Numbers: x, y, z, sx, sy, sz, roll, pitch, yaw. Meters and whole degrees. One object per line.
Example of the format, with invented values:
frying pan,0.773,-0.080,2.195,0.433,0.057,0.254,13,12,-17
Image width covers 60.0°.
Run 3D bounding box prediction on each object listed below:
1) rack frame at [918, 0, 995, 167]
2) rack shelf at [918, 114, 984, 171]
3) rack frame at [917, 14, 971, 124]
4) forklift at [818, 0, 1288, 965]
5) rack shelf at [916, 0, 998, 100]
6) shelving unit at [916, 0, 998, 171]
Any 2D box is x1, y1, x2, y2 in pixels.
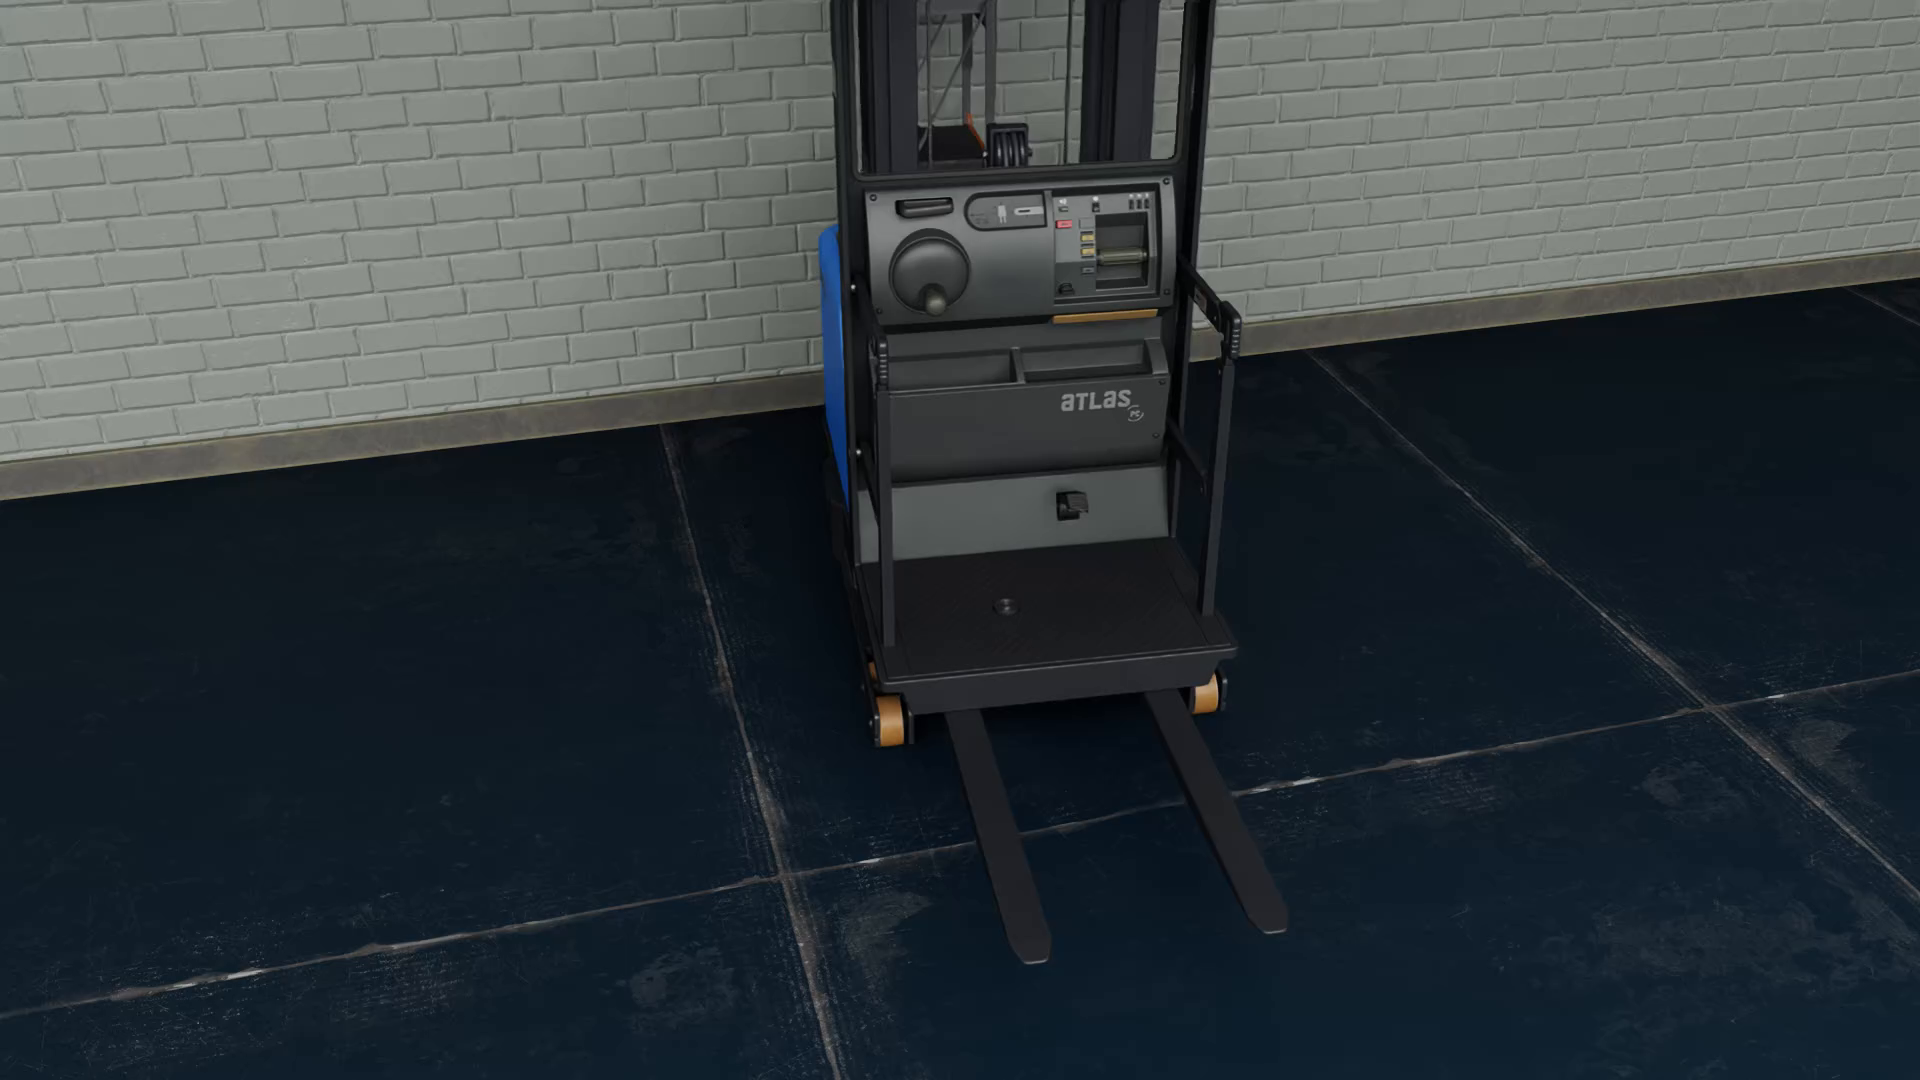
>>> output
rack frame,-0.073,-1.219,6.260,0.400,2.100,0.015,-5,30,-9
rack shelf,-0.115,-1.328,6.475,0.431,0.518,0.480,-5,30,-9
rack frame,-0.157,-1.460,6.676,0.400,2.100,0.015,-5,30,-9
forklift,0.224,-0.824,4.747,1.130,2.935,3.031,-5,30,-9
rack shelf,-0.115,-1.934,6.124,0.431,0.518,0.480,-5,30,-9
shelving unit,-0.115,-1.340,6.468,0.431,2.100,0.503,-5,30,-9
